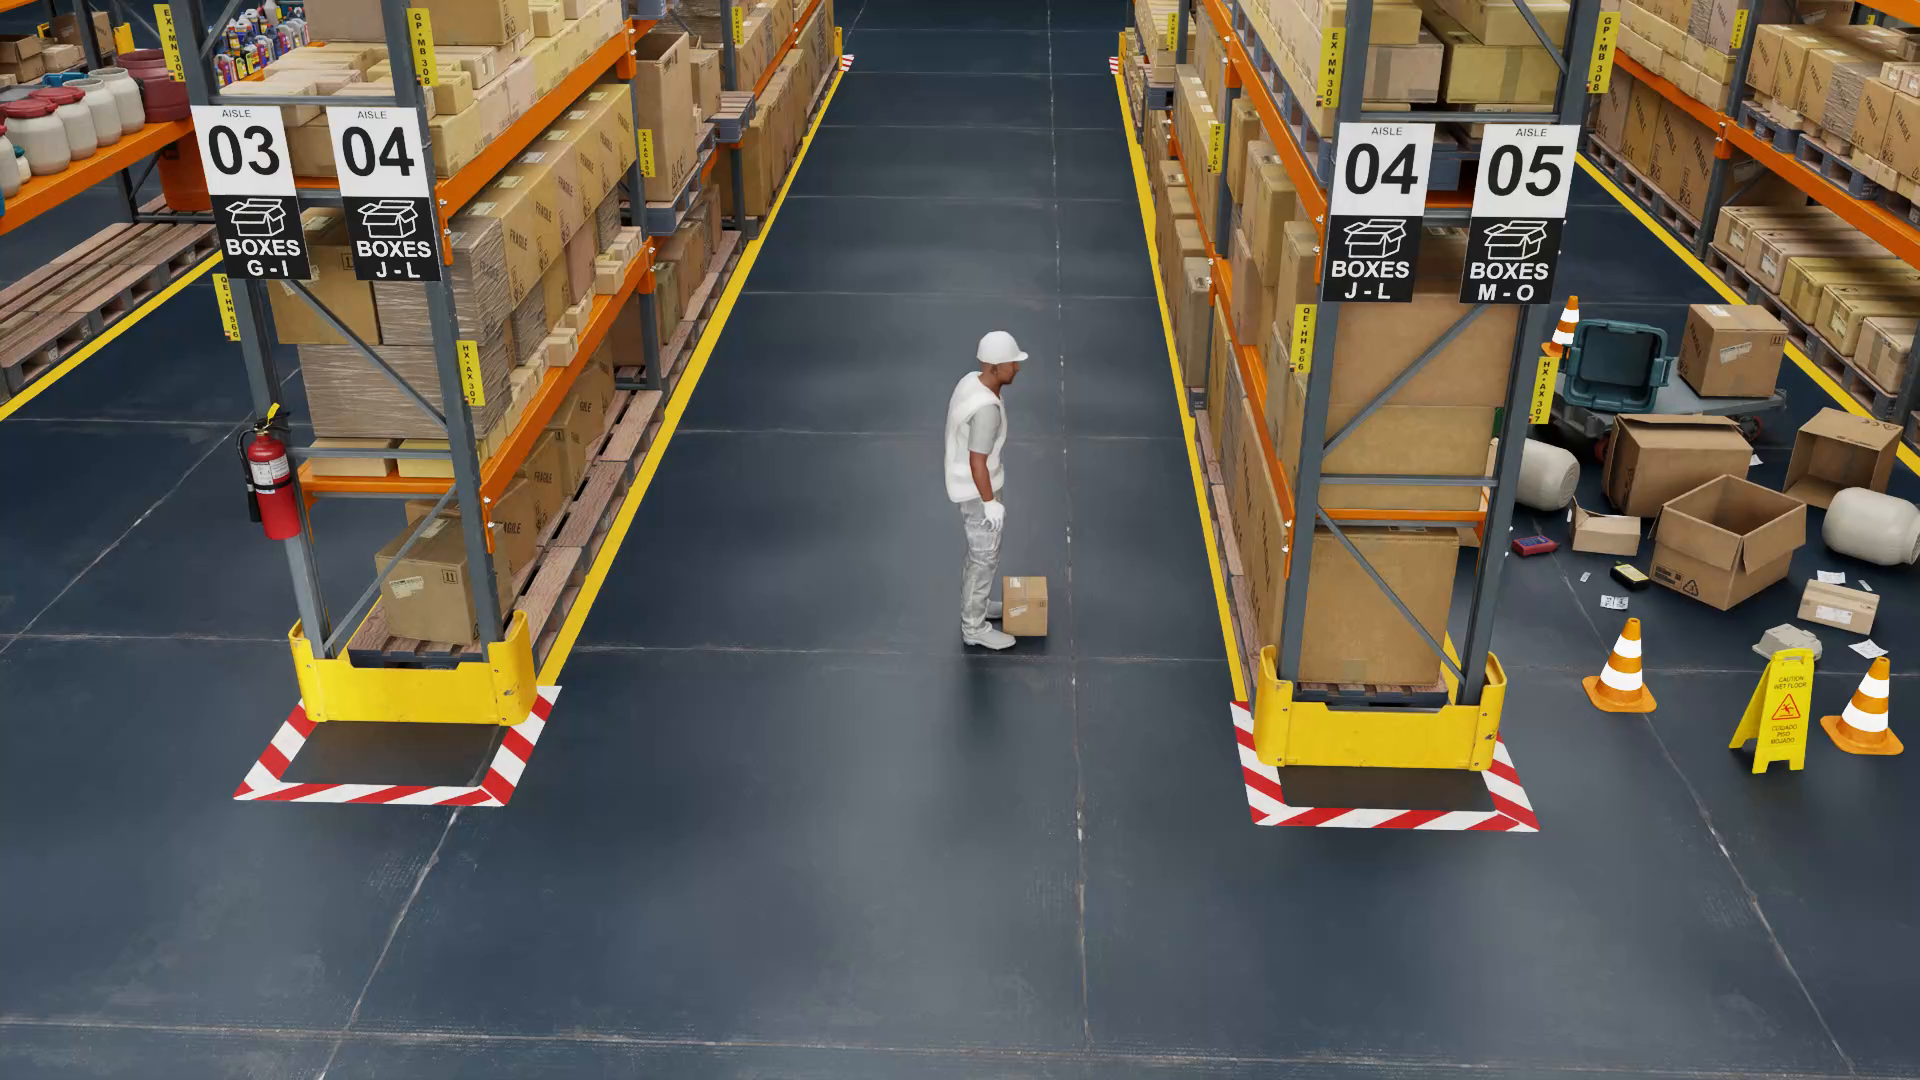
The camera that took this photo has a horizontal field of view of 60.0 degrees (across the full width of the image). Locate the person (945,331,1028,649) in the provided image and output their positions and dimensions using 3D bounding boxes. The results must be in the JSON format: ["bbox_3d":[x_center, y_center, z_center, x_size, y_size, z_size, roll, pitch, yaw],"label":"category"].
[{"bbox_3d":[0.141,-0.297,9.174,0.447,1.774,0.633,0,28,0],"label":"person"}]
